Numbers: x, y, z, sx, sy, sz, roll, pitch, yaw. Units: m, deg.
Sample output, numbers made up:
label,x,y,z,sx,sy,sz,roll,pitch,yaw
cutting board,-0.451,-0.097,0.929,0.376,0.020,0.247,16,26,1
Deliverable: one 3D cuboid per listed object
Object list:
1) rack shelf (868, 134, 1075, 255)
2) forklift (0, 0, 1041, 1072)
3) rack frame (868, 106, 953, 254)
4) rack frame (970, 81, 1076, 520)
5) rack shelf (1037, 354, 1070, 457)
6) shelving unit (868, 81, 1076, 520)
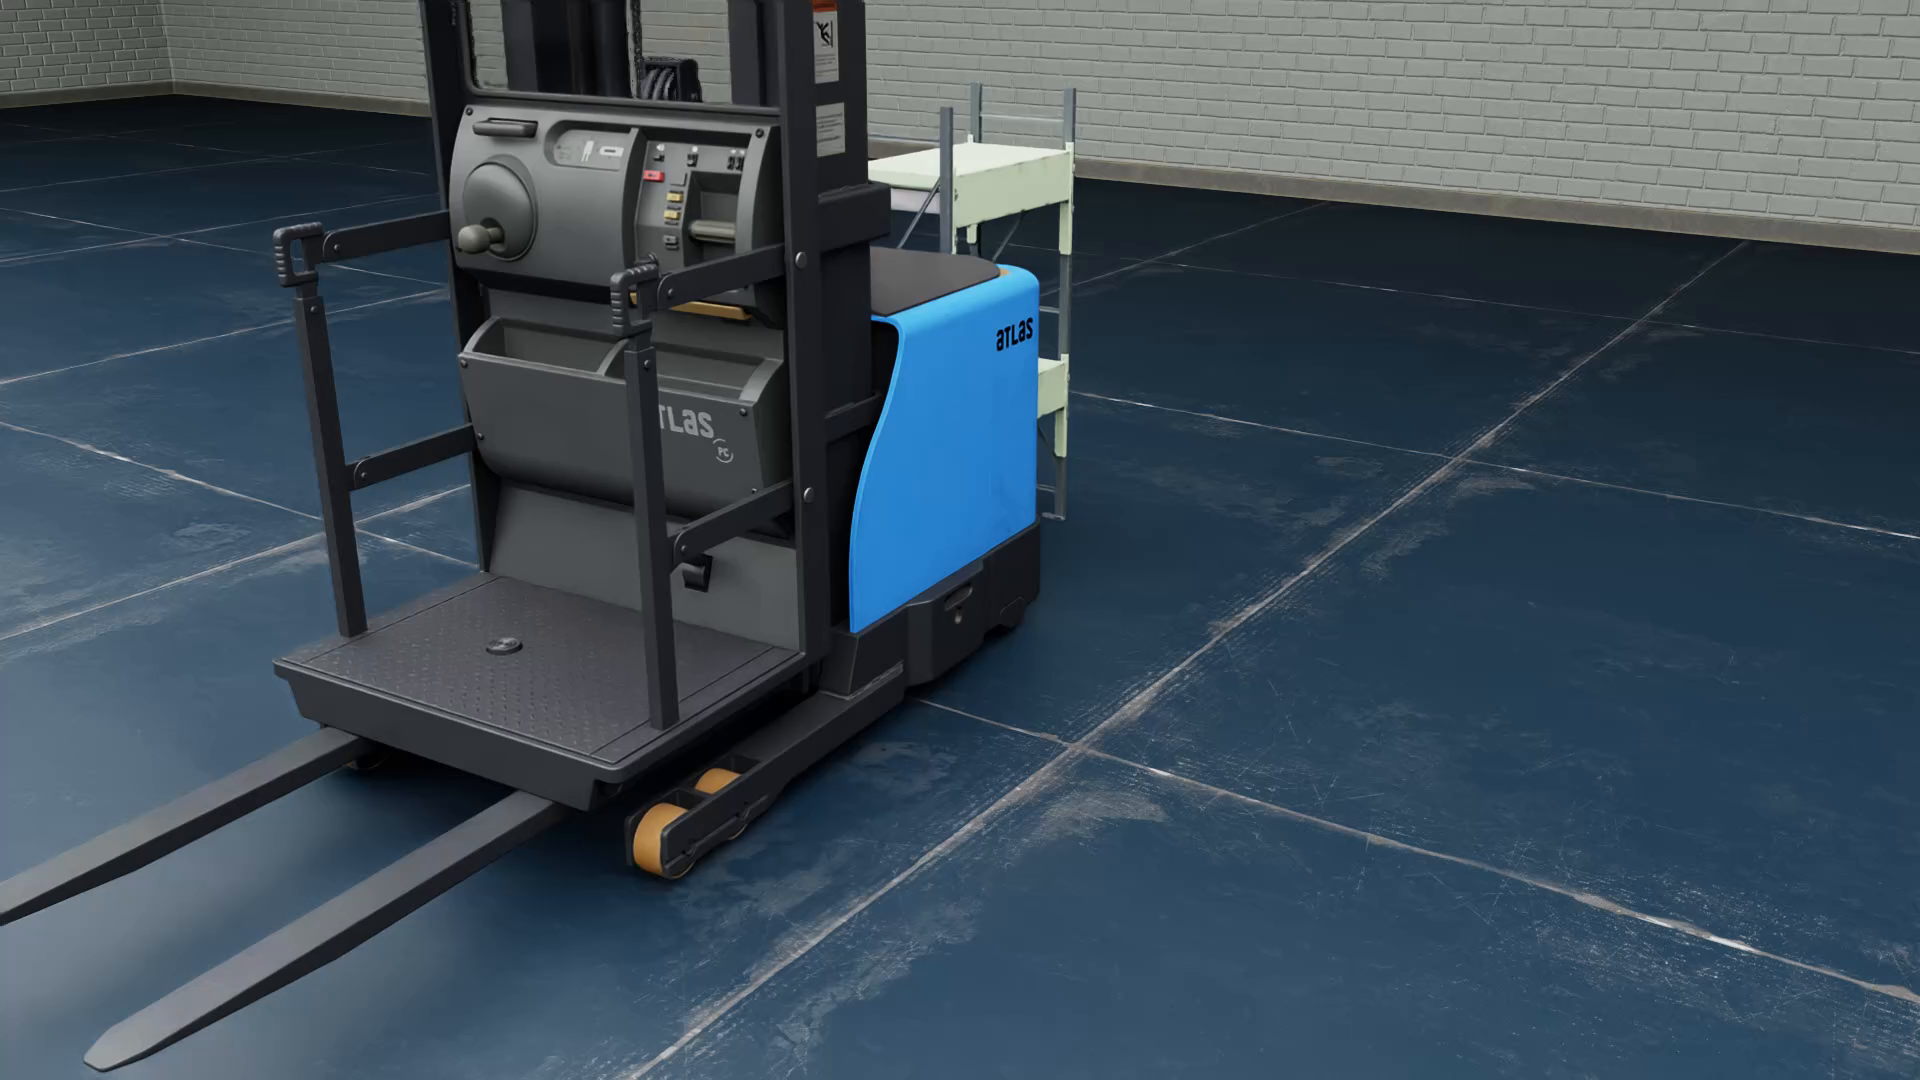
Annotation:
label,x,y,z,sx,sy,sz,roll,pitch,yaw
rack shelf,0.007,-1.075,5.383,0.431,0.370,0.720,13,24,31
forklift,-0.937,-0.799,3.700,1.130,2.935,3.031,12,23,28
rack frame,-0.194,-0.603,5.232,0.400,1.500,0.023,13,24,31
rack frame,0.207,-0.815,5.806,0.400,1.500,0.023,13,24,31
rack shelf,0.007,-0.403,5.632,0.431,0.370,0.720,13,24,31
shelving unit,0.007,-0.709,5.519,0.431,1.500,0.755,13,24,31
